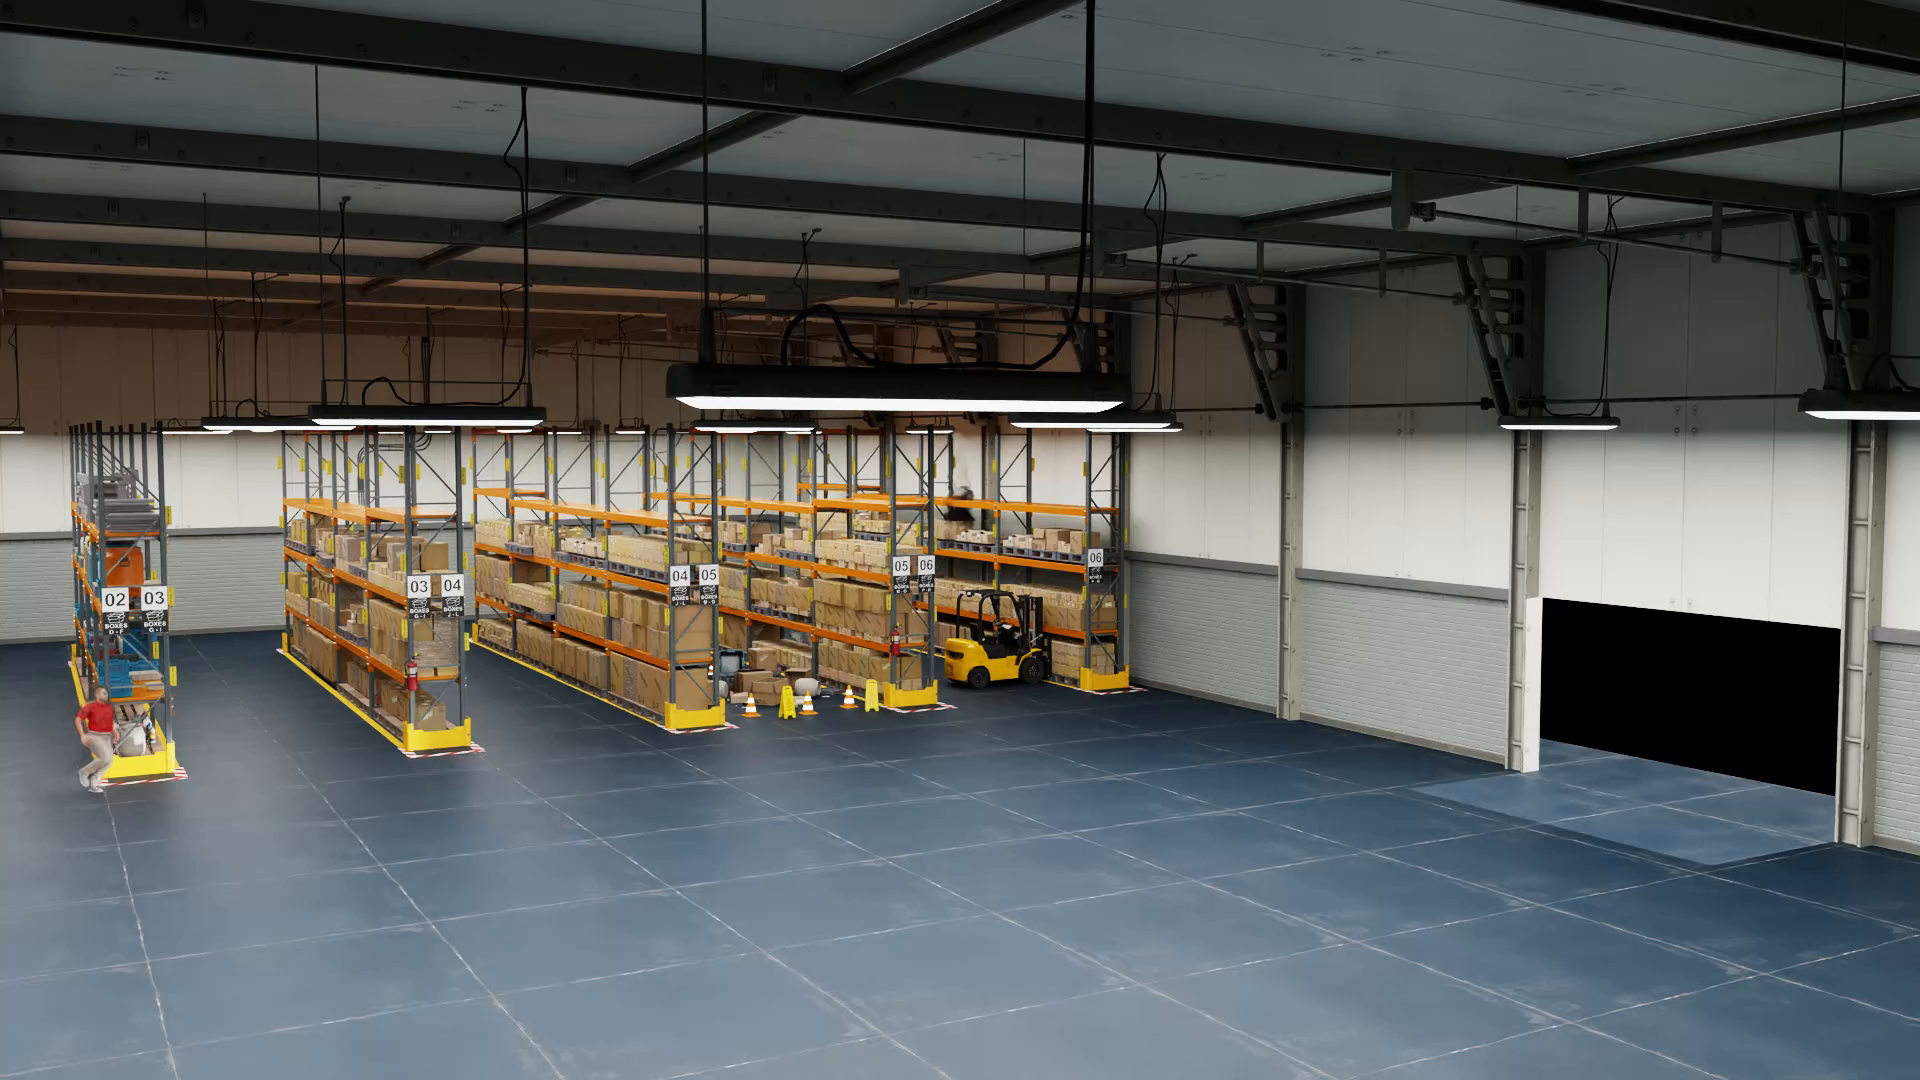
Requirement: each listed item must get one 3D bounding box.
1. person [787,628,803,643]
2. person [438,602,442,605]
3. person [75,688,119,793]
[{"bbox_3d":[-4.403,2.135,44.753,0.575,1.627,0.599,-2,4,-28],"label":"person"},{"bbox_3d":[-12.787,2.317,40.932,0.691,1.762,0.799,-3,4,-36],"label":"person"},{"bbox_3d":[-13.893,3.230,26.948,0.534,1.650,0.700,1,4,12],"label":"person"}]
